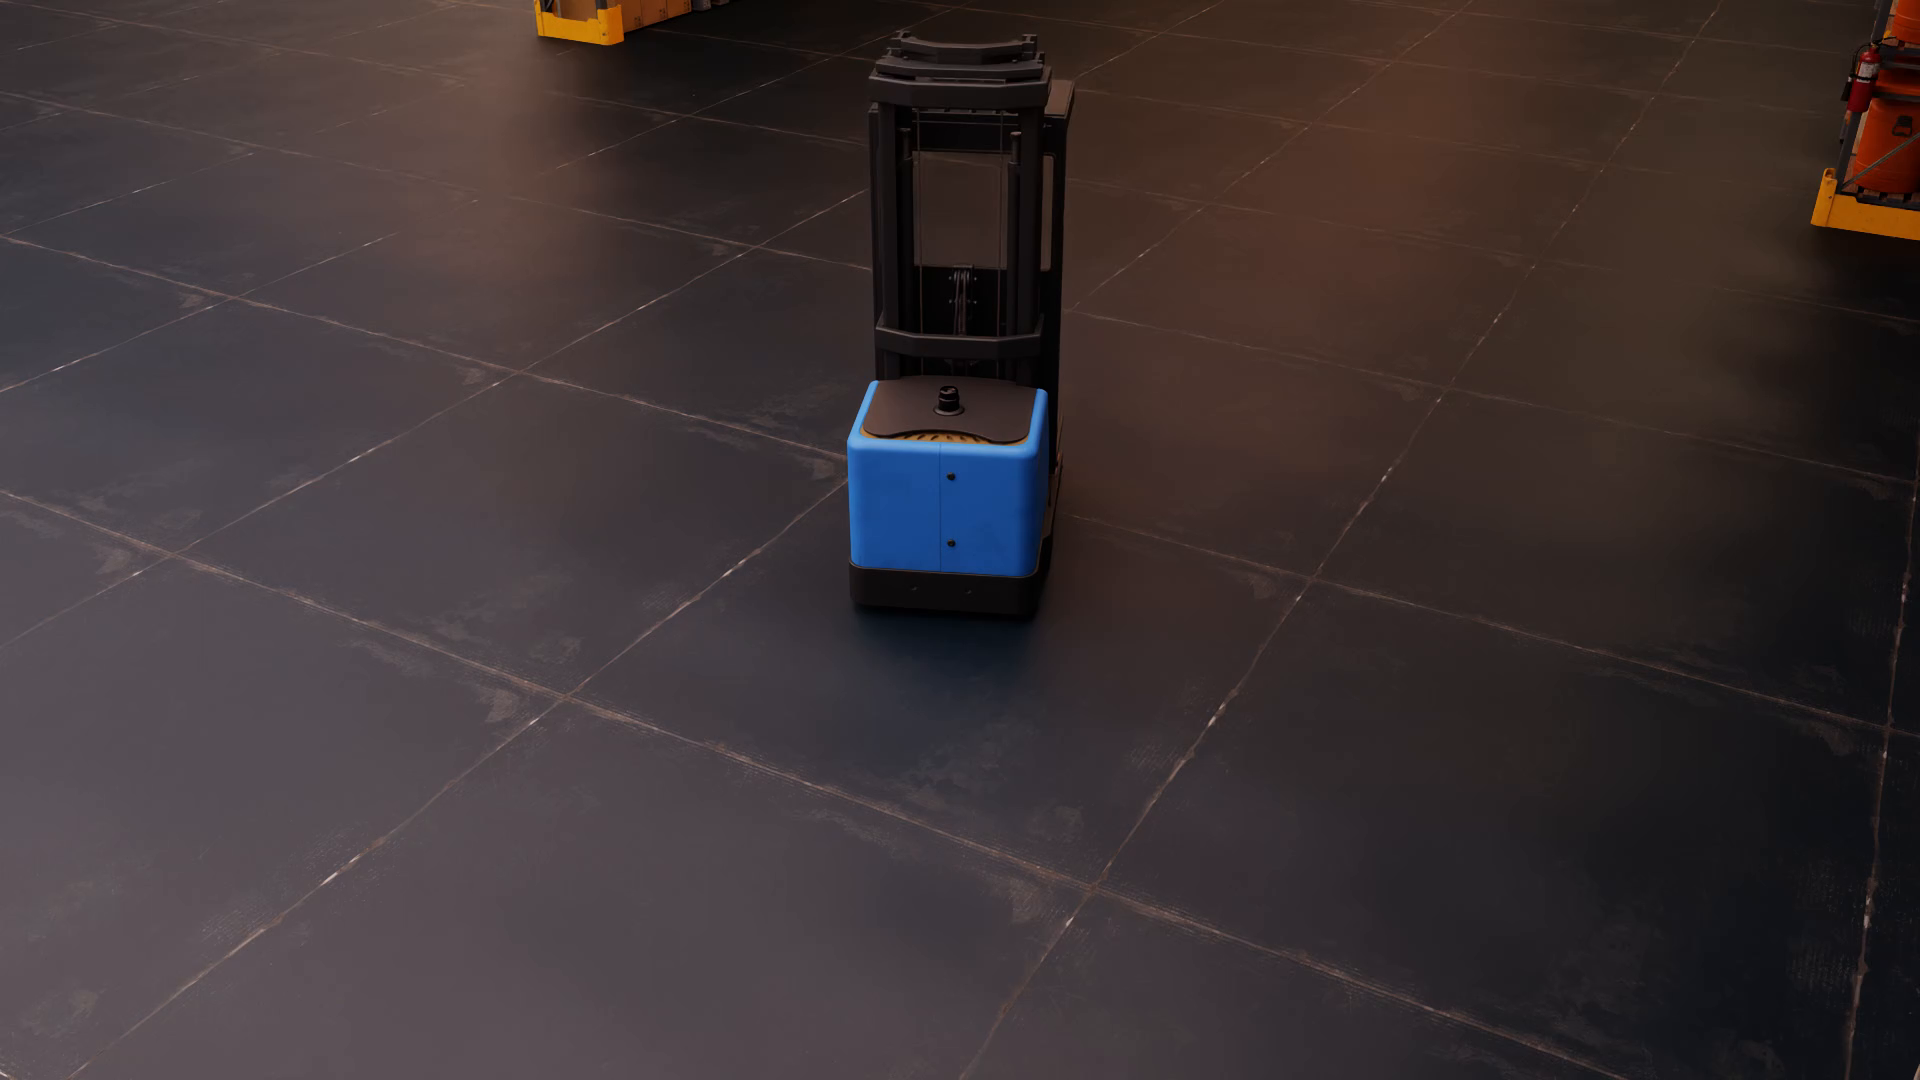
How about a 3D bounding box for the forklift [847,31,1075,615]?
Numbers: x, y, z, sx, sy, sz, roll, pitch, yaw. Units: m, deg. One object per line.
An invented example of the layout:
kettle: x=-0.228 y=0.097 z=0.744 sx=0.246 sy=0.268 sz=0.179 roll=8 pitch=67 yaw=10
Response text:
forklift: x=0.072 y=-1.572 z=9.794 sx=1.130 sy=2.935 sz=3.031 roll=3 pitch=30 yaw=6
